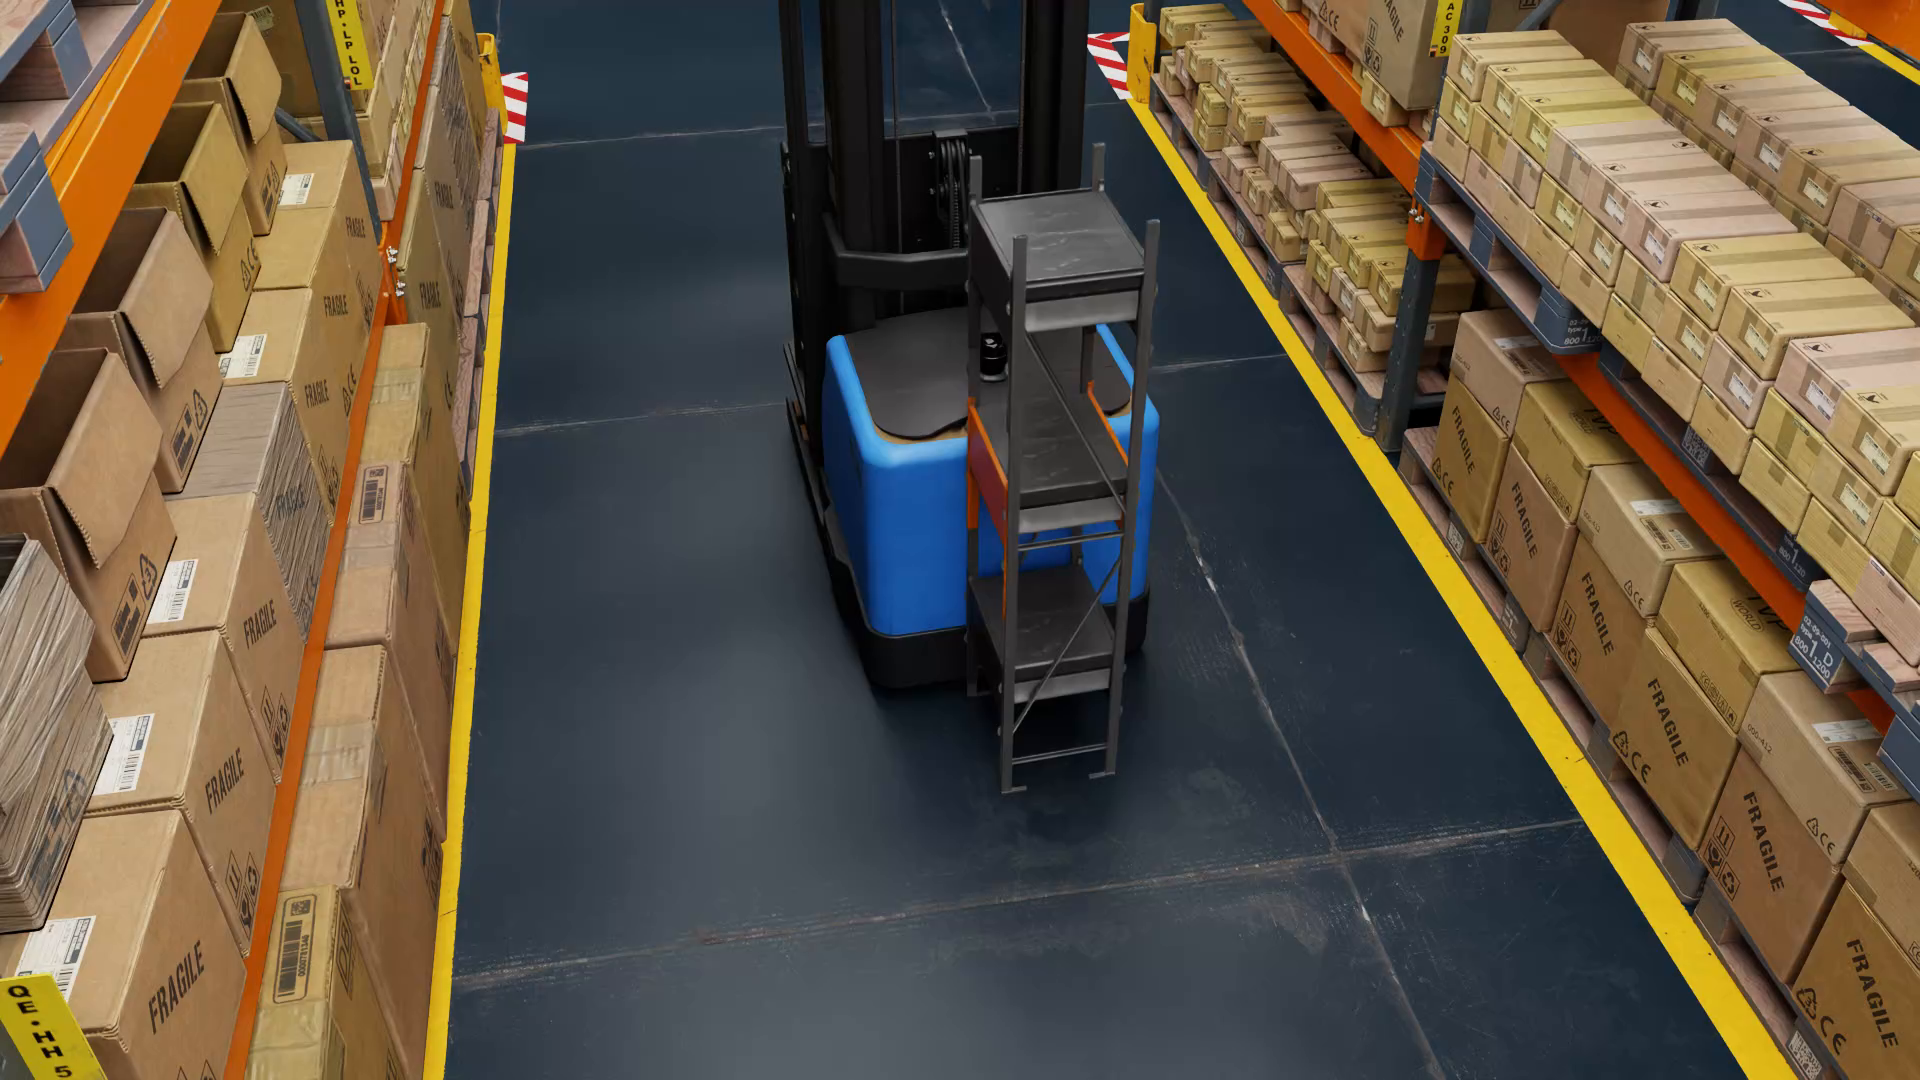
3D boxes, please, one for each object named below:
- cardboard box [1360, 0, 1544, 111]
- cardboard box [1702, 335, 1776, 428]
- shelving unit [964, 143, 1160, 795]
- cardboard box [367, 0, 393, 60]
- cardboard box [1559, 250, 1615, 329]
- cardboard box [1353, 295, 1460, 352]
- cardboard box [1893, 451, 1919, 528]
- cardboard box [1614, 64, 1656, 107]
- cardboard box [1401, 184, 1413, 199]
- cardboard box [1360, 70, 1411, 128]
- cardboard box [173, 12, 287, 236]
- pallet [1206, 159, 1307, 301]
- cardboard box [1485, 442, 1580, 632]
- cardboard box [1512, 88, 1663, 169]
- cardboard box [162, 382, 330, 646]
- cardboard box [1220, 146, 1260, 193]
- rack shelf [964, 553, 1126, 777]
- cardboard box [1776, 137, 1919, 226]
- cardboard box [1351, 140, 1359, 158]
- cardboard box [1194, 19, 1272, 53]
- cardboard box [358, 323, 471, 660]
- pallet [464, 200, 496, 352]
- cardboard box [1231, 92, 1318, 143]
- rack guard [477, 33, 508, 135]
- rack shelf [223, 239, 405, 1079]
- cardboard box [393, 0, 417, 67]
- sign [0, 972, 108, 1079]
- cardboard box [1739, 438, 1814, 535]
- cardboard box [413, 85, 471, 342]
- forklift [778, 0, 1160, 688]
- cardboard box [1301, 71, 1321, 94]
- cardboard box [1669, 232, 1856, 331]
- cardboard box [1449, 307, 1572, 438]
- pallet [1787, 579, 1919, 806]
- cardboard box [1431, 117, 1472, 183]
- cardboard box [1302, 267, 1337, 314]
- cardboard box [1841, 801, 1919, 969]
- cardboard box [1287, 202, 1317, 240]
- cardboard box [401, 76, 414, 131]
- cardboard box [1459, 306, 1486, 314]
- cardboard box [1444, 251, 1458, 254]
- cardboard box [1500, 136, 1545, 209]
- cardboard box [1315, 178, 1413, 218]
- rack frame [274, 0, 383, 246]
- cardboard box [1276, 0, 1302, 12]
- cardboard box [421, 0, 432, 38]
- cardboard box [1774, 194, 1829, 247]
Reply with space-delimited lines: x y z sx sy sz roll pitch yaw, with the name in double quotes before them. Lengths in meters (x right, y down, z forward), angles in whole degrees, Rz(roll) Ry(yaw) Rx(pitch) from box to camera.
"cardboard box" 1.960 -2.066 6.641 0.500 0.500 0.500 -6 38 -8
"cardboard box" 2.261 -0.444 4.497 0.380 0.149 0.250 -5 38 -7
"shelving unit" 0.279 -0.141 5.218 0.431 2.100 0.503 -8 39 -11
"cardboard box" -2.489 -2.145 6.334 0.500 0.500 0.500 -6 38 -8
"cardboard box" 2.121 -0.803 5.201 0.380 0.149 0.250 -8 39 -10
"cardboard box" 1.955 -0.961 7.281 0.380 0.149 0.250 -6 38 -7
"cardboard box" 2.399 -0.090 3.799 0.380 0.149 0.250 -5 38 -7
"cardboard box" 2.587 -1.613 6.001 0.380 0.149 0.250 -5 38 -7
"cardboard box" 2.315 -1.628 7.897 0.380 0.149 0.250 -7 38 -9
"cardboard box" 1.890 -1.840 6.878 0.380 0.149 0.250 -7 38 -9
"cardboard box" -2.458 -1.226 4.984 0.797 0.503 0.637 -7 38 -9
"pallet" 1.953 -1.687 8.749 1.003 0.211 1.213 -6 38 -8
"cardboard box" 2.286 -0.032 6.042 0.500 0.500 0.500 -5 38 -6
"cardboard box" 2.036 -1.339 5.406 0.380 0.149 0.250 -6 38 -8
"cardboard box" -1.966 -0.044 4.280 0.500 0.500 0.500 -6 38 -8
"cardboard box" 1.608 -1.984 8.841 0.380 0.149 0.250 -8 39 -10
"rack shelf" 0.278 0.421 5.658 0.431 0.518 0.480 -8 39 -11
"cardboard box" 2.763 -1.102 5.101 0.380 0.149 0.250 -7 38 -9
"cardboard box" 2.218 -2.151 8.813 0.380 0.149 0.250 -4 38 -6
"cardboard box" 1.546 -2.832 9.447 0.380 0.149 0.250 -6 38 -7
"cardboard box" -2.446 -0.118 5.846 1.225 0.875 0.875 -6 38 -8
"pallet" -2.852 -1.280 8.226 1.003 0.211 1.213 -6 38 -8
"cardboard box" 1.629 -2.193 8.624 0.380 0.149 0.250 -6 38 -7
"rack guard" -3.284 -2.619 9.713 1.175 0.500 0.348 -6 38 -8
"rack shelf" -2.227 0.317 4.484 1.077 0.370 4.000 -6 38 -8
"cardboard box" -2.581 -2.159 6.963 0.500 0.250 0.500 -5 38 -7
"sign" -1.344 0.751 2.460 0.100 0.325 0.005 -6 38 -8
"cardboard box" 2.309 -0.166 4.381 0.380 0.149 0.250 -8 39 -10
"cardboard box" -2.773 -1.453 7.565 0.875 0.875 0.875 -6 38 -8
"forklift" -0.142 -1.509 6.356 1.129 2.867 3.031 -8 39 -10
"cardboard box" 2.105 -2.582 9.125 0.380 0.149 0.250 -8 39 -10
"cardboard box" 2.217 -0.719 4.607 0.380 0.149 0.250 -5 38 -7
"cardboard box" 2.192 -0.648 6.223 0.500 0.250 0.500 -8 39 -10
"pallet" 2.794 0.425 3.914 1.213 0.211 1.003 -6 38 -8
"cardboard box" 1.939 -1.427 6.004 0.380 0.149 0.250 -8 39 -10
"cardboard box" 1.846 -1.207 7.840 0.380 0.149 0.250 -7 38 -9
"cardboard box" 2.646 0.909 4.219 0.500 0.250 0.500 -7 38 -9
"cardboard box" 1.819 -1.597 8.100 0.380 0.149 0.250 -5 38 -7
"cardboard box" -2.443 -1.767 6.784 0.380 0.149 0.250 -7 38 -9
"cardboard box" 2.529 -1.103 7.706 0.380 0.149 0.250 -5 38 -7
"cardboard box" 2.363 -1.345 7.775 0.380 0.149 0.250 -6 38 -8
"cardboard box" 2.032 -1.232 5.511 0.380 0.149 0.250 -5 38 -7
"cardboard box" 1.901 -1.574 7.828 0.380 0.149 0.250 -5 38 -6
"rack frame" -2.578 -1.175 5.818 1.000 3.000 0.127 -6 38 -8
"cardboard box" 1.697 -2.632 7.898 0.380 0.149 0.250 -6 38 -7
"cardboard box" -2.625 -2.389 7.585 0.380 0.149 0.250 -6 38 -7
"cardboard box" 2.772 -0.982 5.188 0.380 0.149 0.250 -8 39 -10
